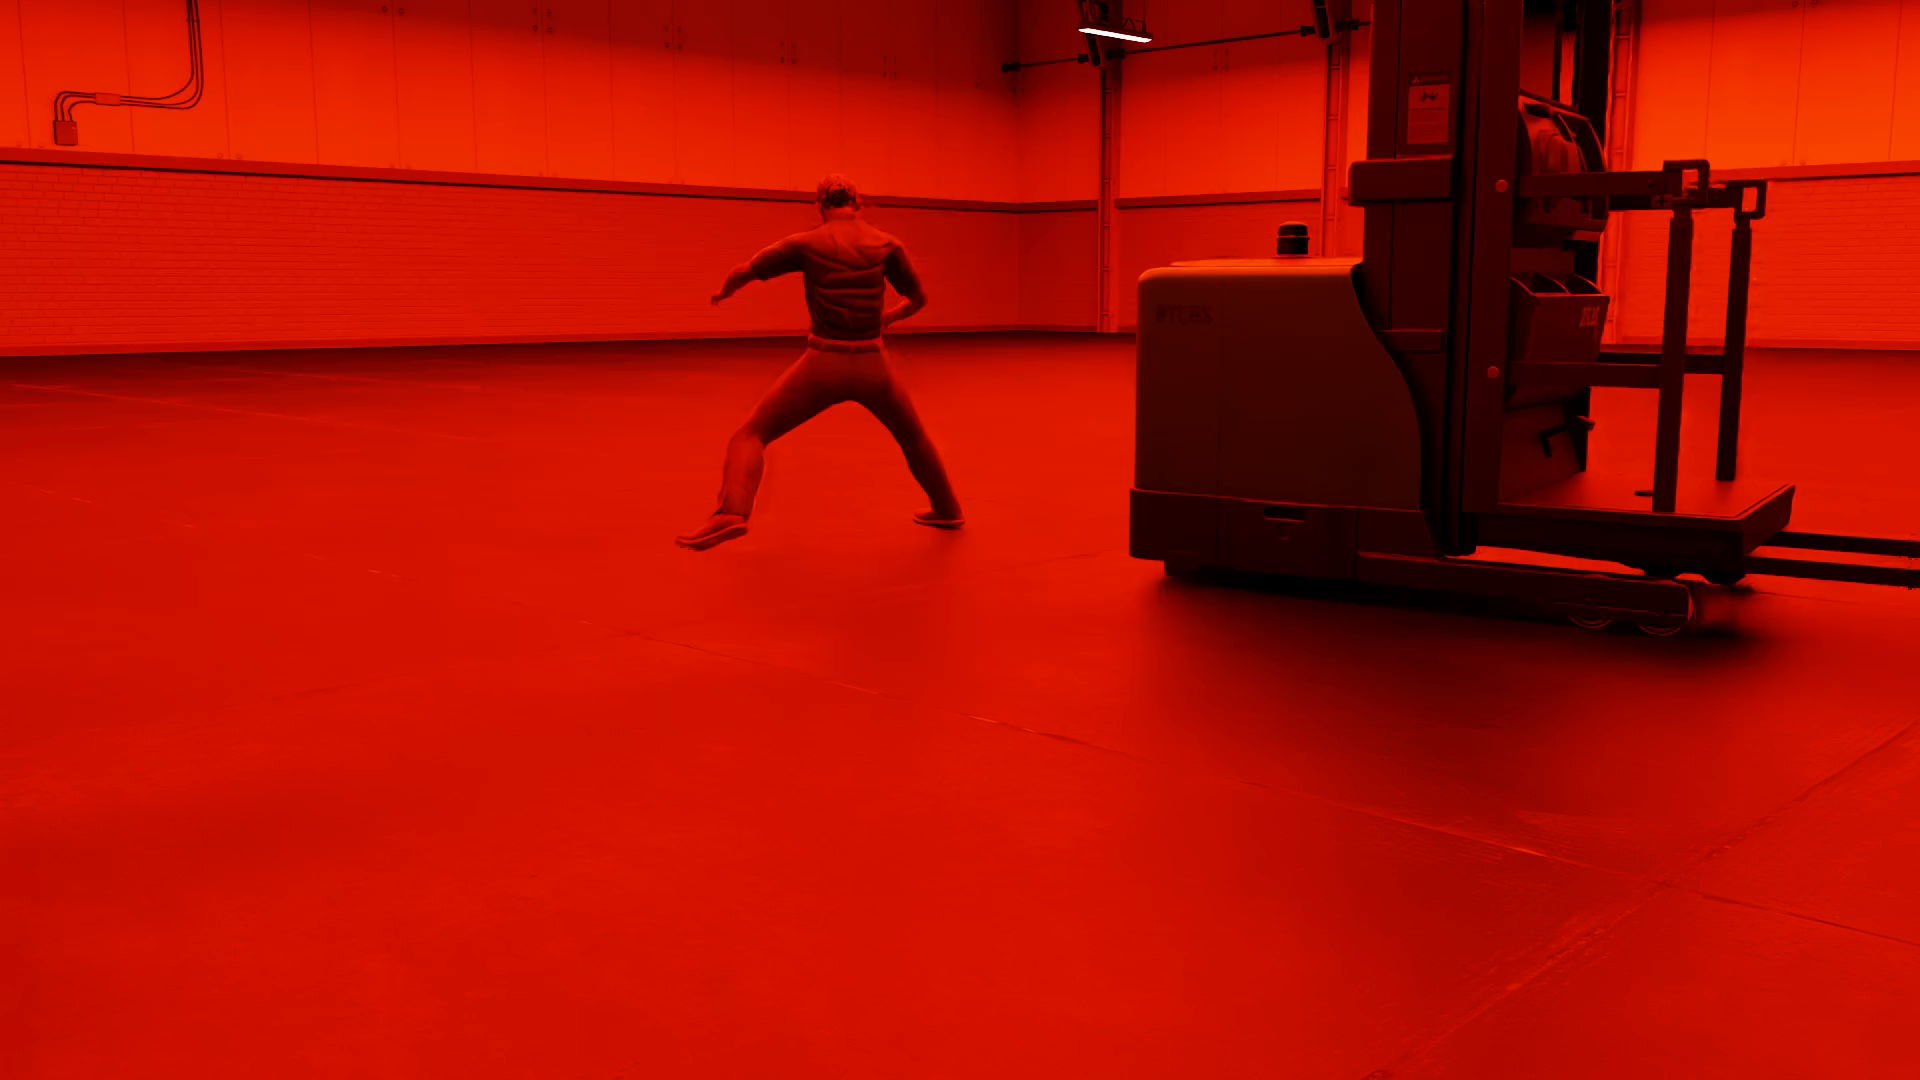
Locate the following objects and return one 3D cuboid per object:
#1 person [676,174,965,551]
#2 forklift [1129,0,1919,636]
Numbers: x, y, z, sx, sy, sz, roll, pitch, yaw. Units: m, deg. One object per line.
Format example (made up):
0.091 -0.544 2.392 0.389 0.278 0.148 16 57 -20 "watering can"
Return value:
-0.543 -0.722 6.636 1.250 1.445 0.791 -2 9 -15 "person"
2.104 -1.258 5.226 3.031 2.935 1.130 6 10 34 "forklift"
